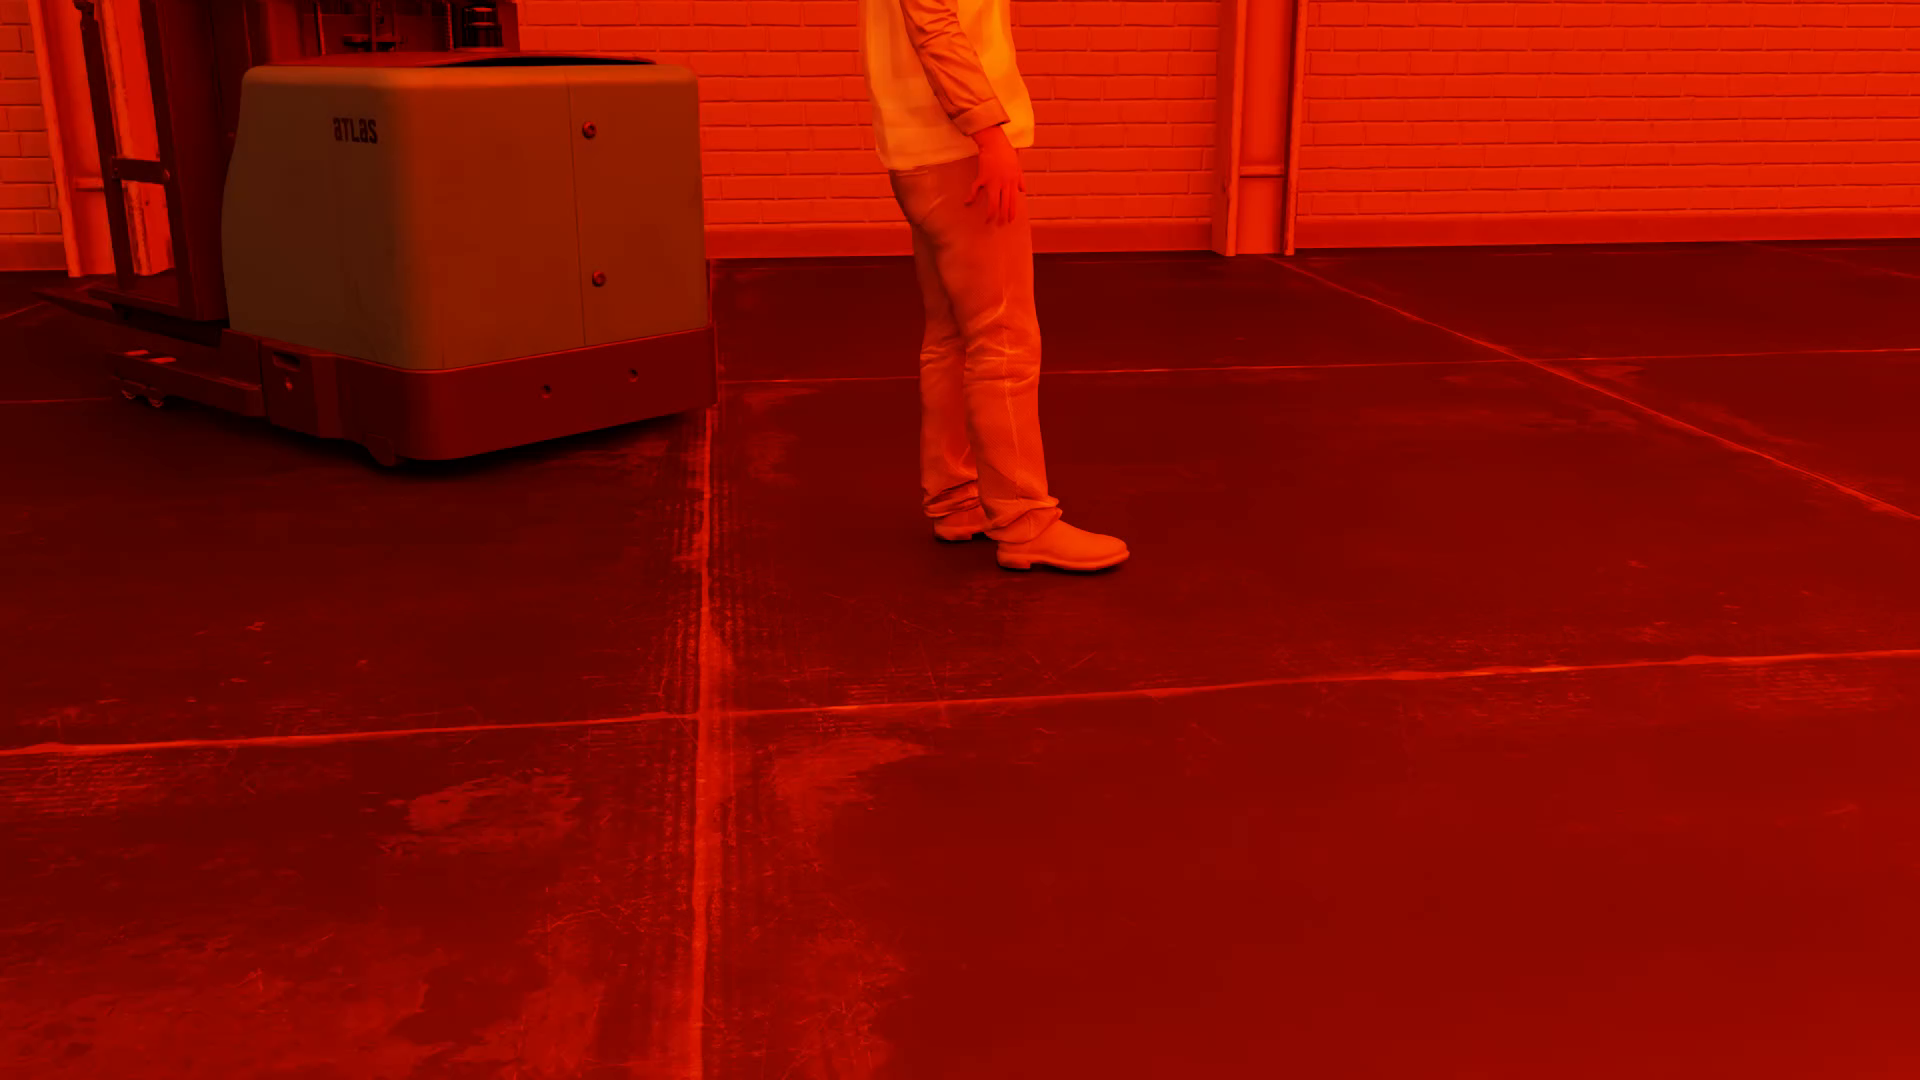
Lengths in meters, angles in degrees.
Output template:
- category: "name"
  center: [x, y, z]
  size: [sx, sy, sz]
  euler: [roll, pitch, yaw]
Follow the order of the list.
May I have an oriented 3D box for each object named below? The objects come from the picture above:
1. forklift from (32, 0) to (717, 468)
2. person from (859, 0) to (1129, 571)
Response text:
- category: "forklift"
  center: [-2.192, -1.933, 5.300]
  size: [3.031, 2.935, 1.130]
  euler: [14, 22, 39]
- category: "person"
  center: [0.062, -0.857, 3.708]
  size: [0.568, 1.773, 0.632]
  euler: [-2, 17, -8]
